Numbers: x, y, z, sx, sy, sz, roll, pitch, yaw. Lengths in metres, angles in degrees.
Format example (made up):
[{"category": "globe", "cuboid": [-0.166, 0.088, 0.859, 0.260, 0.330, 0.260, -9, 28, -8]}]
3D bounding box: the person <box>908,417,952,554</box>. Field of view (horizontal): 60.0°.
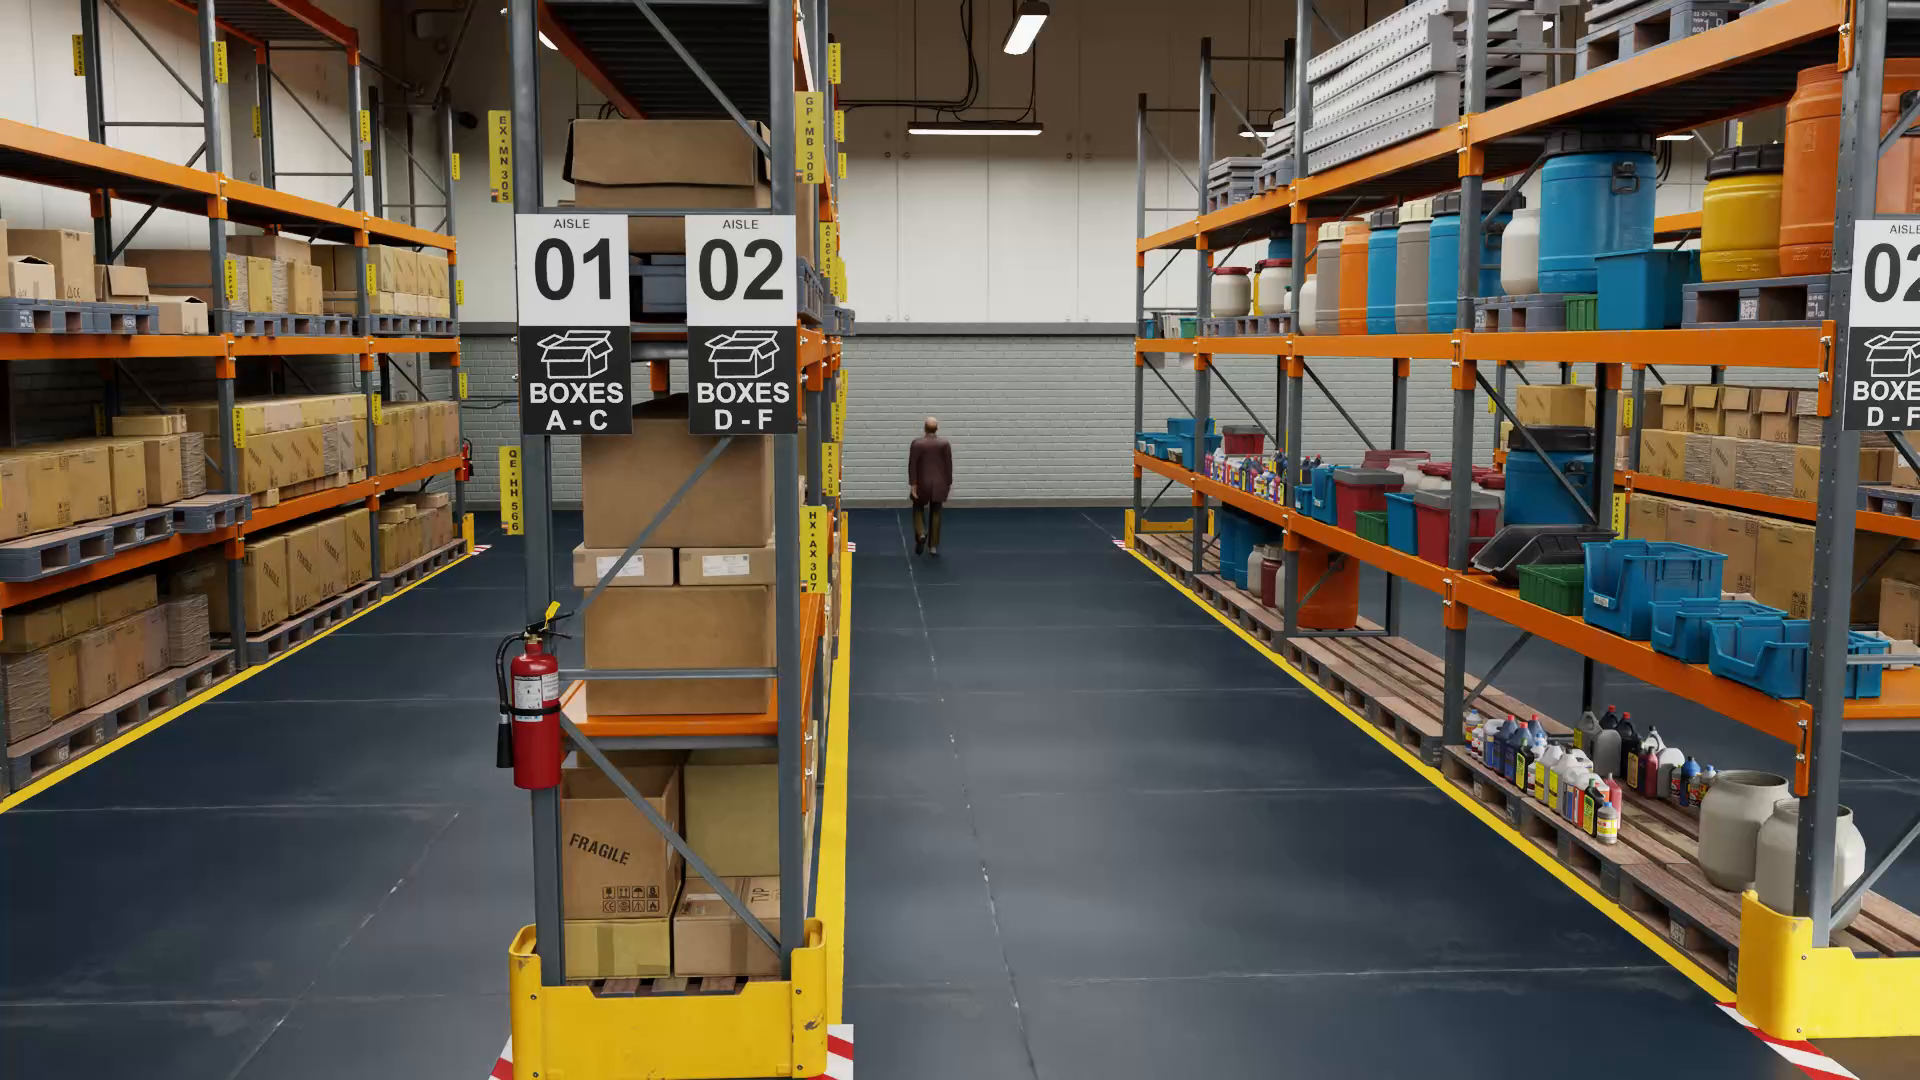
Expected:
[{"category": "person", "cuboid": [-0.388, -0.700, 21.666, 0.588, 1.809, 0.491, -1, 7, -5]}]
